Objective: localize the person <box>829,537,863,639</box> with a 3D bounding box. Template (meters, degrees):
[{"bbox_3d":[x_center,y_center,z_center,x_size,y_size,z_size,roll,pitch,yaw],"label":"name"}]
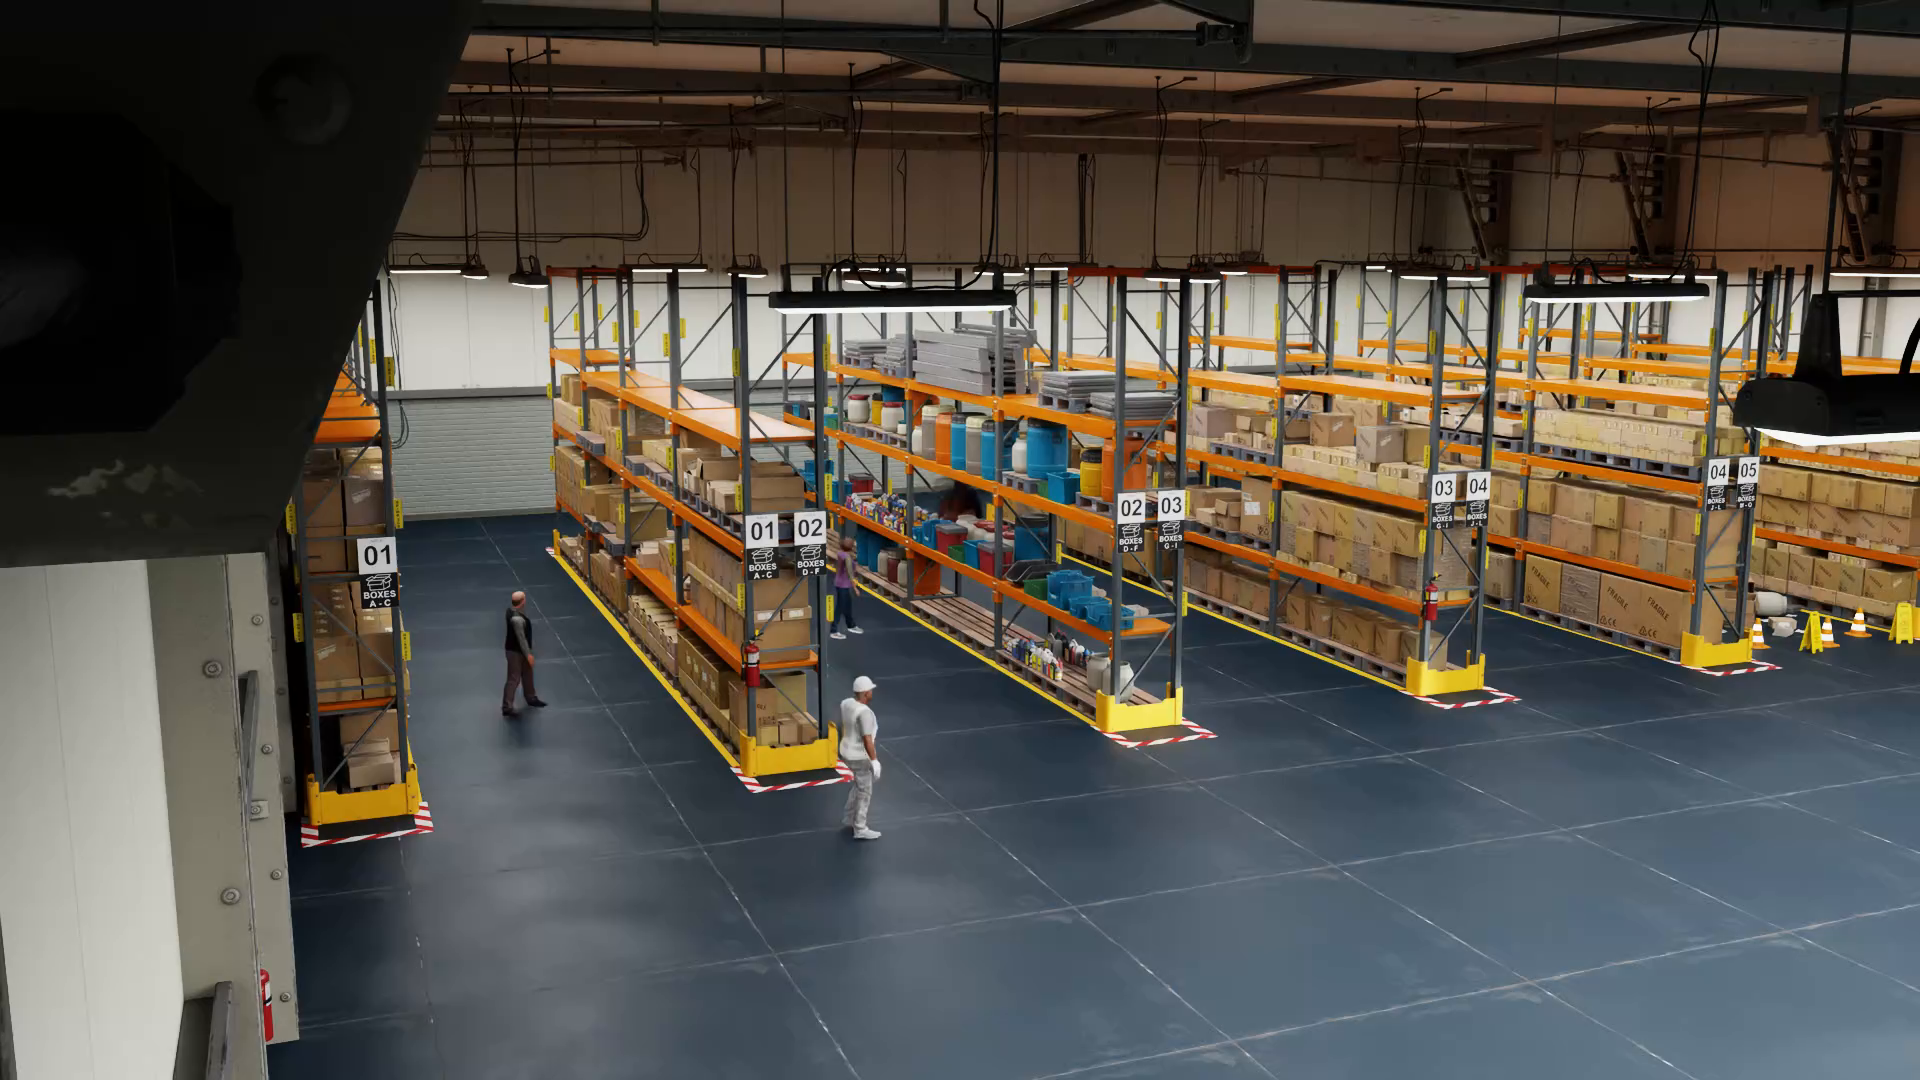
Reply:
[{"bbox_3d":[-1.788,0.741,26.166,0.575,1.597,0.570,-2,10,-9],"label":"person"}]

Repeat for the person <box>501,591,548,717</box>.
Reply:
[{"bbox_3d":[-6.039,1.541,22.904,0.592,1.736,0.679,-2,10,-10],"label":"person"}]

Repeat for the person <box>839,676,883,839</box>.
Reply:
[{"bbox_3d":[-1.080,2.371,18.067,0.400,1.815,0.692,-4,11,-21],"label":"person"}]
